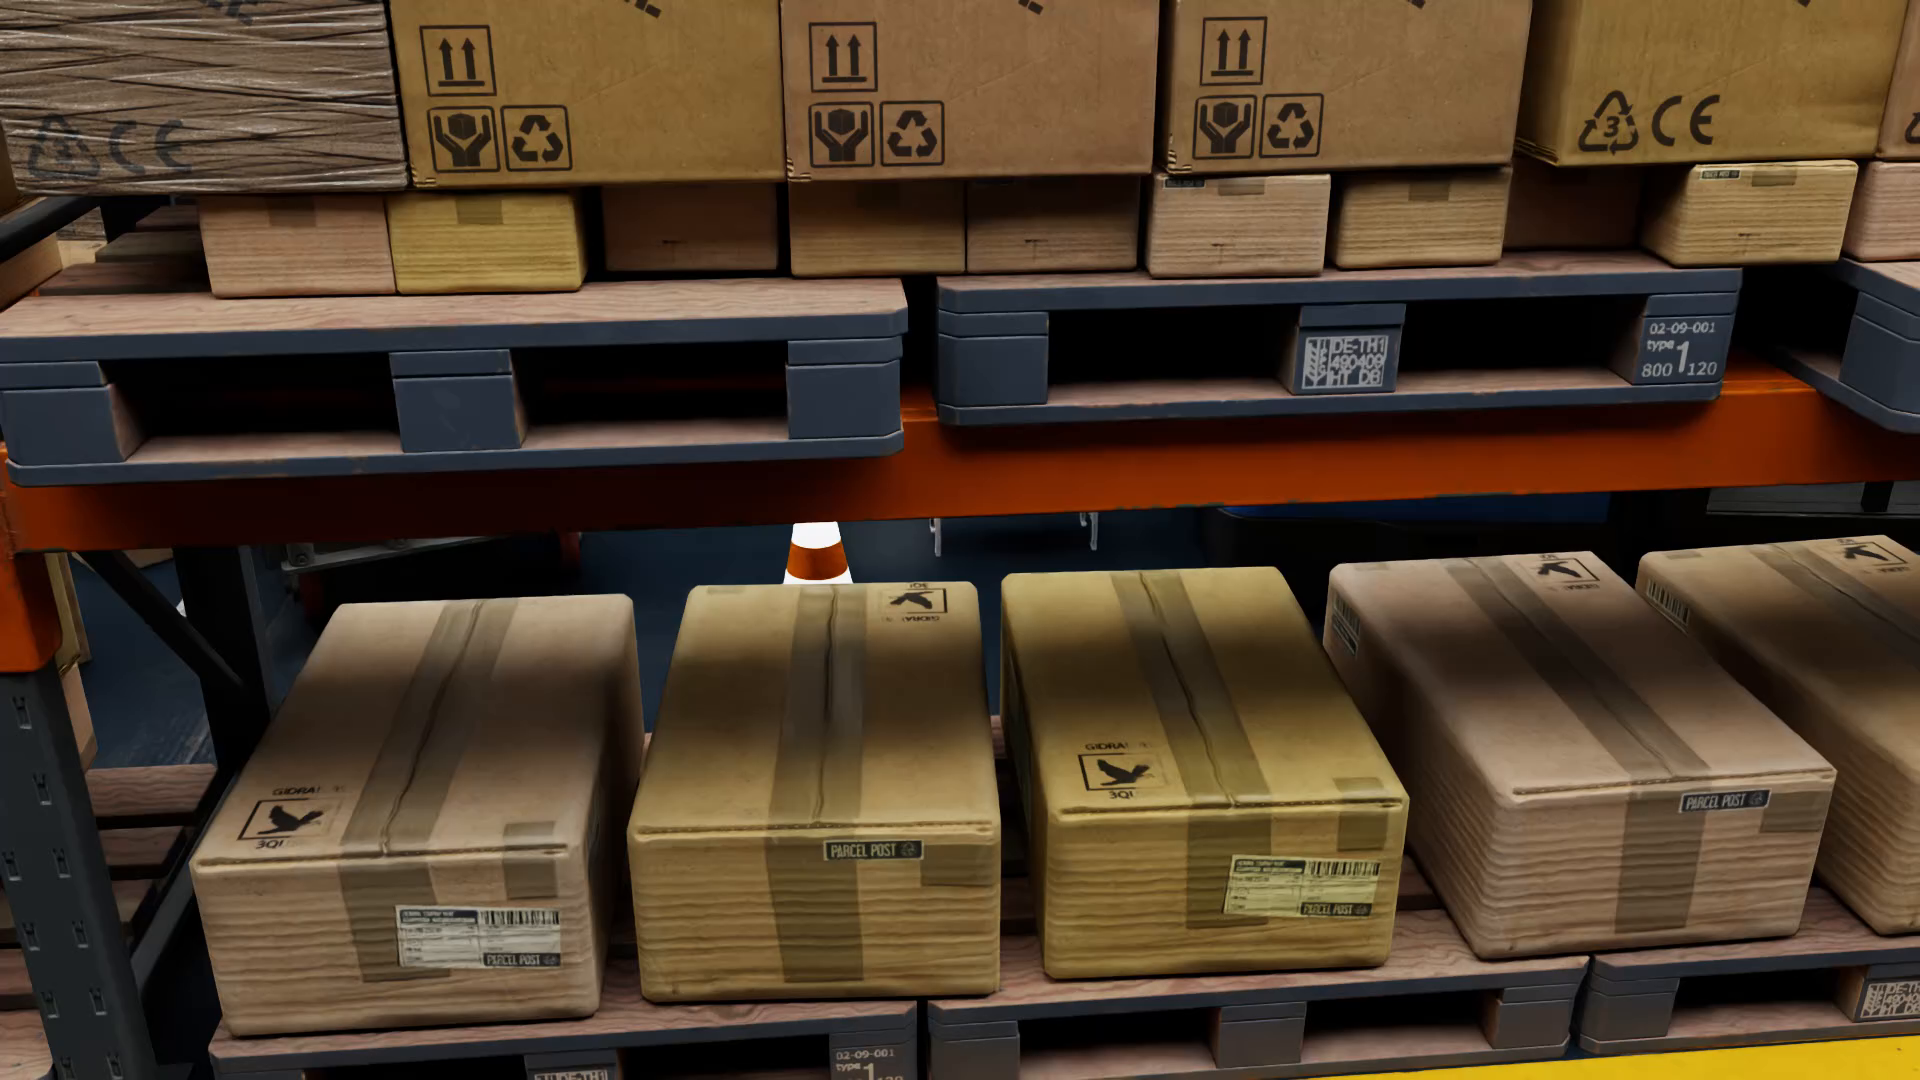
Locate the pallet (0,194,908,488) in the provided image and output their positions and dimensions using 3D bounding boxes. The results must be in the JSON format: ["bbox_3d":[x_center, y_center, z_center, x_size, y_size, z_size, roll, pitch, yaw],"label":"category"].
[{"bbox_3d":[-0.721,-0.391,2.673,1.213,0.211,1.003,-2,24,-5],"label":"pallet"}]

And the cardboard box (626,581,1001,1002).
[{"bbox_3d":[-0.259,0.450,3.263,0.625,0.372,0.950,-1,24,-2],"label":"cardboard box"}]

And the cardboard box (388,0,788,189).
[{"bbox_3d":[-0.503,-0.804,2.359,0.500,0.500,0.500,-2,24,-5],"label":"cardboard box"}]

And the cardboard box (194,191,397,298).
[{"bbox_3d":[-0.915,-0.479,2.426,0.250,0.149,0.380,-2,24,-4],"label":"cardboard box"}]

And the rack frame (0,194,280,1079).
[{"bbox_3d":[-1.496,-0.507,2.698,0.127,3.000,1.000,-2,24,-5],"label":"rack frame"}]

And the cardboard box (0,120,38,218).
[{"bbox_3d":[-1.961,-0.784,2.831,0.500,0.500,0.500,-2,24,-5],"label":"cardboard box"}]

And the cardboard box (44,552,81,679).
[{"bbox_3d":[-2.110,0.129,3.211,0.500,0.500,0.500,-1,24,-3],"label":"cardboard box"}]

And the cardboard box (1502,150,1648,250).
[{"bbox_3d":[0.889,-0.585,2.665,0.250,0.149,0.380,-2,24,-5],"label":"cardboard box"}]

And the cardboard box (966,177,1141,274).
[{"bbox_3d":[0.115,-0.530,2.541,0.250,0.149,0.380,-2,24,-5],"label":"cardboard box"}]

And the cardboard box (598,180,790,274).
[{"bbox_3d":[-0.391,-0.527,2.535,0.250,0.149,0.380,-1,24,-2],"label":"cardboard box"}]

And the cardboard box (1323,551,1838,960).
[{"bbox_3d":[1.188,0.393,3.390,0.625,0.372,0.950,-3,24,-6],"label":"cardboard box"}]

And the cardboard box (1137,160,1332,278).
[{"bbox_3d":[0.385,-0.519,2.518,0.250,0.149,0.380,-1,24,-3],"label":"cardboard box"}]

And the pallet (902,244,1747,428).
[{"bbox_3d":[0.519,-0.484,2.881,1.213,0.211,1.003,-2,24,-5],"label":"pallet"}]

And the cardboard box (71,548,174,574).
[{"bbox_3d":[-2.518,-0.093,5.132,0.258,0.266,0.396,22,32,40],"label":"cardboard box"}]

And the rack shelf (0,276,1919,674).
[{"bbox_3d":[0.494,-0.258,3.023,4.000,0.370,1.077,-2,24,-5],"label":"rack shelf"}]

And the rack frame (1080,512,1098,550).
[{"bbox_3d":[0.408,-0.565,5.043,0.015,1.200,0.240,-2,24,-5],"label":"rack frame"}]

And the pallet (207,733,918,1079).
[{"bbox_3d":[-0.721,0.735,3.335,1.213,0.211,1.003,-2,24,-5],"label":"pallet"}]

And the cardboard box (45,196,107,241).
[{"bbox_3d":[-3.612,-1.690,7.459,0.875,0.875,0.875,-2,24,-5],"label":"cardboard box"}]

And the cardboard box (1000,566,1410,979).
[{"bbox_3d":[0.433,0.421,3.327,0.625,0.372,0.950,-2,24,-3],"label":"cardboard box"}]

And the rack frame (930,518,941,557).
[{"bbox_3d":[-0.078,-0.545,4.999,0.015,1.200,0.240,-2,24,-5],"label":"rack frame"}]

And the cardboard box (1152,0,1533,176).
[{"bbox_3d":[0.501,-0.843,2.446,0.500,0.500,0.500,-3,24,-7],"label":"cardboard box"}]

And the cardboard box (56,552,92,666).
[{"bbox_3d":[-2.696,0.127,4.346,0.500,0.500,0.500,16,28,31],"label":"cardboard box"}]

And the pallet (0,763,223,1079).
[{"bbox_3d":[-2.161,0.808,3.172,1.213,0.211,1.003,-2,24,-5],"label":"pallet"}]

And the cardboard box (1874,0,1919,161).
[{"bbox_3d":[1.546,-0.885,2.541,0.500,0.500,0.500,-3,24,-6],"label":"cardboard box"}]

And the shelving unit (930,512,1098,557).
[{"bbox_3d":[0.165,-0.555,5.021,0.503,1.200,0.258,-2,24,-5],"label":"shelving unit"}]

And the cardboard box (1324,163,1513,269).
[{"bbox_3d":[0.647,-0.542,2.568,0.250,0.149,0.380,-3,24,-7],"label":"cardboard box"}]

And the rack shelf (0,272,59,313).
[{"bbox_3d":[-3.486,-0.099,2.664,4.000,0.370,1.077,-2,24,-5],"label":"rack shelf"}]

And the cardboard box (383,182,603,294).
[{"bbox_3d":[-0.665,-0.485,2.440,0.250,0.149,0.380,-2,24,-4],"label":"cardboard box"}]

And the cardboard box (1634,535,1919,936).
[{"bbox_3d":[1.921,0.361,3.464,0.625,0.372,0.950,-4,24,-9],"label":"cardboard box"}]

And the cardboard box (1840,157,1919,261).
[{"bbox_3d":[1.424,-0.561,2.611,0.250,0.149,0.380,-3,24,-8],"label":"cardboard box"}]

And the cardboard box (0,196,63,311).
[{"bbox_3d":[-1.841,-0.509,3.012,0.250,0.149,0.380,-2,24,-5],"label":"cardboard box"}]

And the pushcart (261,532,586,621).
[{"bbox_3d":[-1.770,-0.228,5.299,0.936,0.377,1.648,-11,26,-23],"label":"pushcart"}]

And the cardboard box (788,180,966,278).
[{"bbox_3d":[-0.131,-0.521,2.520,0.250,0.149,0.380,-2,24,-4],"label":"cardboard box"}]

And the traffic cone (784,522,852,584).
[{"bbox_3d":[-0.400,0.037,4.598,0.334,0.463,0.336,-2,24,-5],"label":"traffic cone"}]

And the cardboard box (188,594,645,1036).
[{"bbox_3d":[-0.974,0.480,3.196,0.625,0.372,0.950,-2,24,-4],"label":"cardboard box"}]

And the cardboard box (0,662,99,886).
[{"bbox_3d":[-2.110,0.472,3.363,0.500,0.250,0.500,-3,24,-8],"label":"cardboard box"}]

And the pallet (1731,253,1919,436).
[{"bbox_3d":[1.786,-0.508,2.935,1.003,0.211,1.213,-2,24,-5],"label":"pallet"}]

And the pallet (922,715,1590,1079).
[{"bbox_3d":[0.496,0.685,3.448,1.213,0.211,1.003,-2,24,-5],"label":"pallet"}]

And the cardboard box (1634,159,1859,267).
[{"bbox_3d":[1.152,-0.544,2.573,0.250,0.149,0.380,-2,24,-4],"label":"cardboard box"}]

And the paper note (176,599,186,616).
[{"bbox_3d":[-2.191,0.181,4.805,0.142,0.019,0.148,-2,24,-5],"label":"paper note"}]

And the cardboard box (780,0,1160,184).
[{"bbox_3d":[-0.009,-0.818,2.391,0.500,0.500,0.500,-2,24,-5],"label":"cardboard box"}]

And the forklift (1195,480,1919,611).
[{"bbox_3d":[2.256,-1.298,4.561,3.031,2.935,1.130,1,24,2],"label":"forklift"}]

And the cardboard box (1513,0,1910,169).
[{"bbox_3d":[1.044,-0.864,2.495,0.500,0.500,0.500,-4,24,-9],"label":"cardboard box"}]

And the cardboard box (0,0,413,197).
[{"bbox_3d":[-1.001,-0.783,2.313,0.500,0.500,0.500,-2,24,-4],"label":"cardboard box"}]

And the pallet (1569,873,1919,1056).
[{"bbox_3d":[1.707,0.638,3.555,1.213,0.211,1.003,-2,24,-5],"label":"pallet"}]

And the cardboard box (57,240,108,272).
[{"bbox_3d":[-3.527,-0.886,6.625,0.500,0.500,0.500,2,24,4],"label":"cardboard box"}]
